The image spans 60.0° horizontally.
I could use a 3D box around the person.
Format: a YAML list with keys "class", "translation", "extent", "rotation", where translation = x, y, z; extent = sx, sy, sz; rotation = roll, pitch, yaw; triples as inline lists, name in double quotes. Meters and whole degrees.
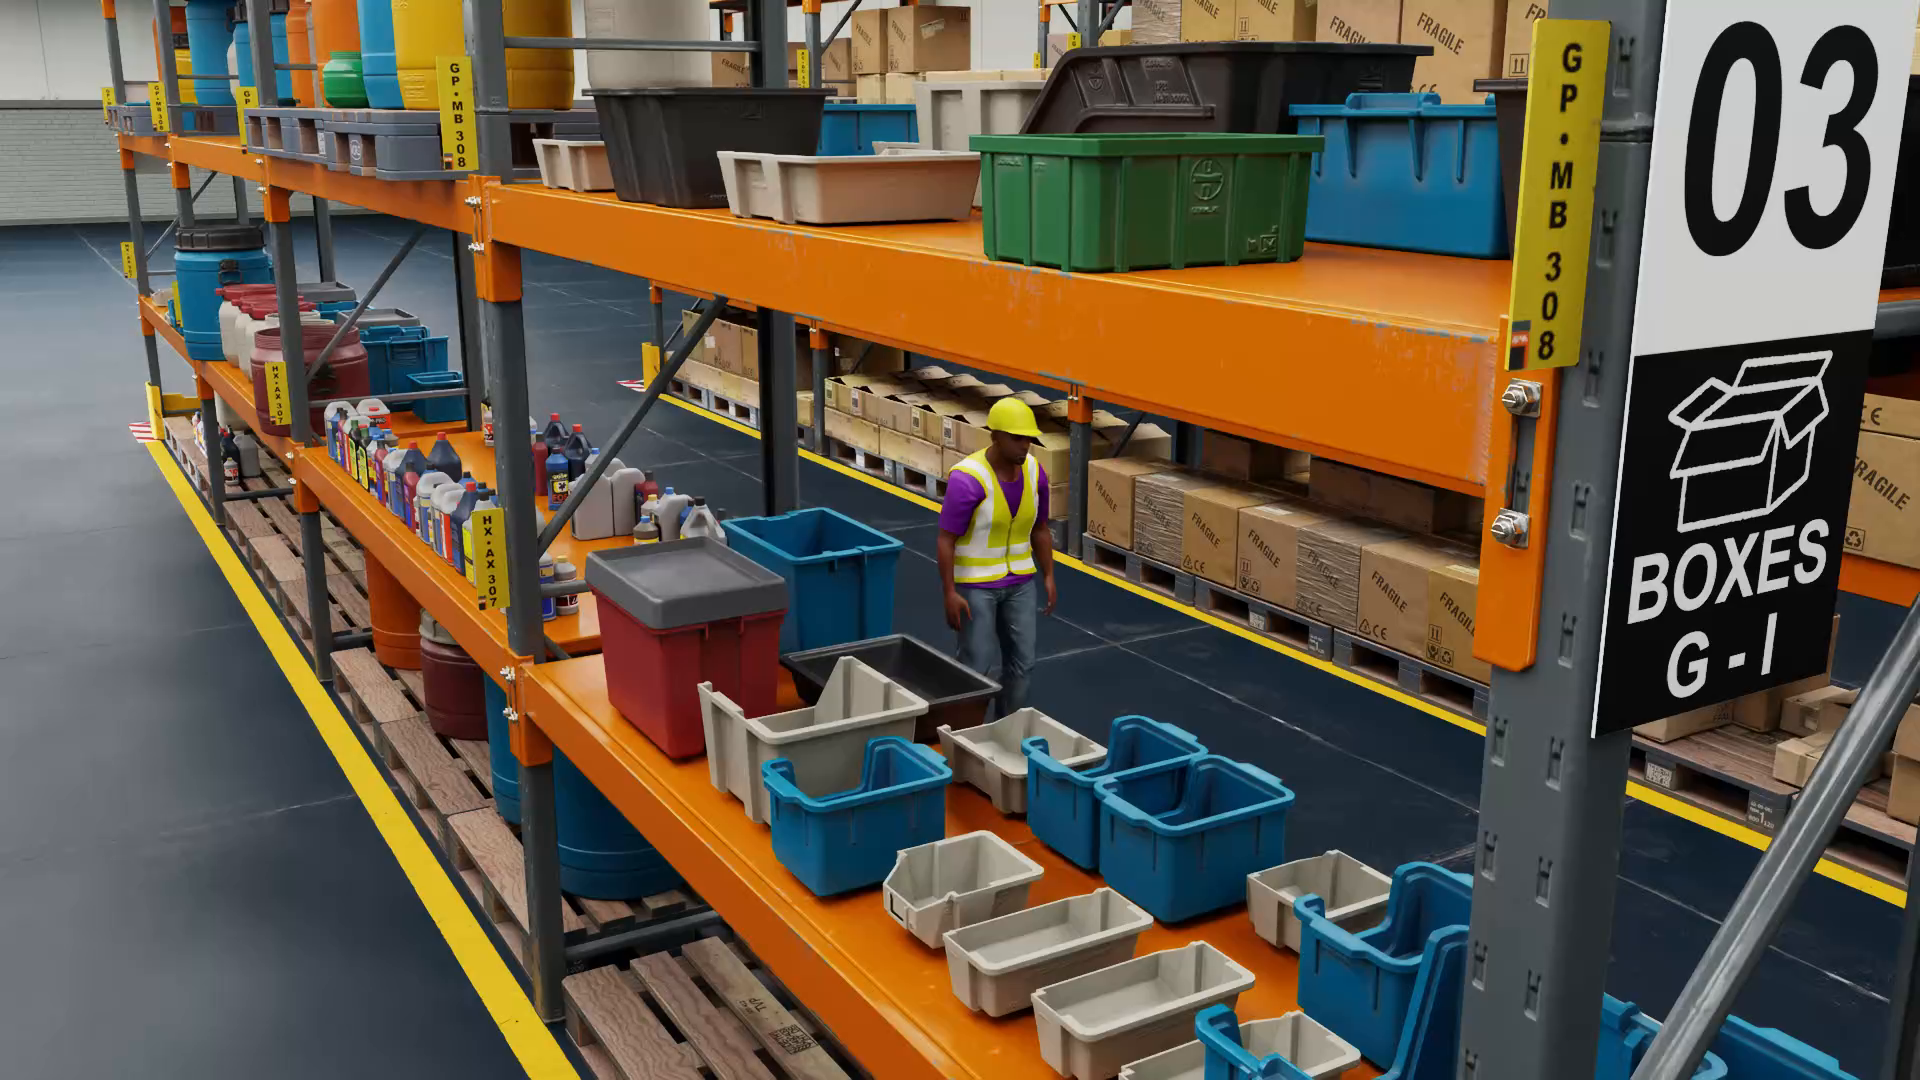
- class: "person"
  translation: [0.180, 0.210, 7.680]
  extent: [0.636, 1.761, 0.454]
  rotation: [-10, 18, -33]
